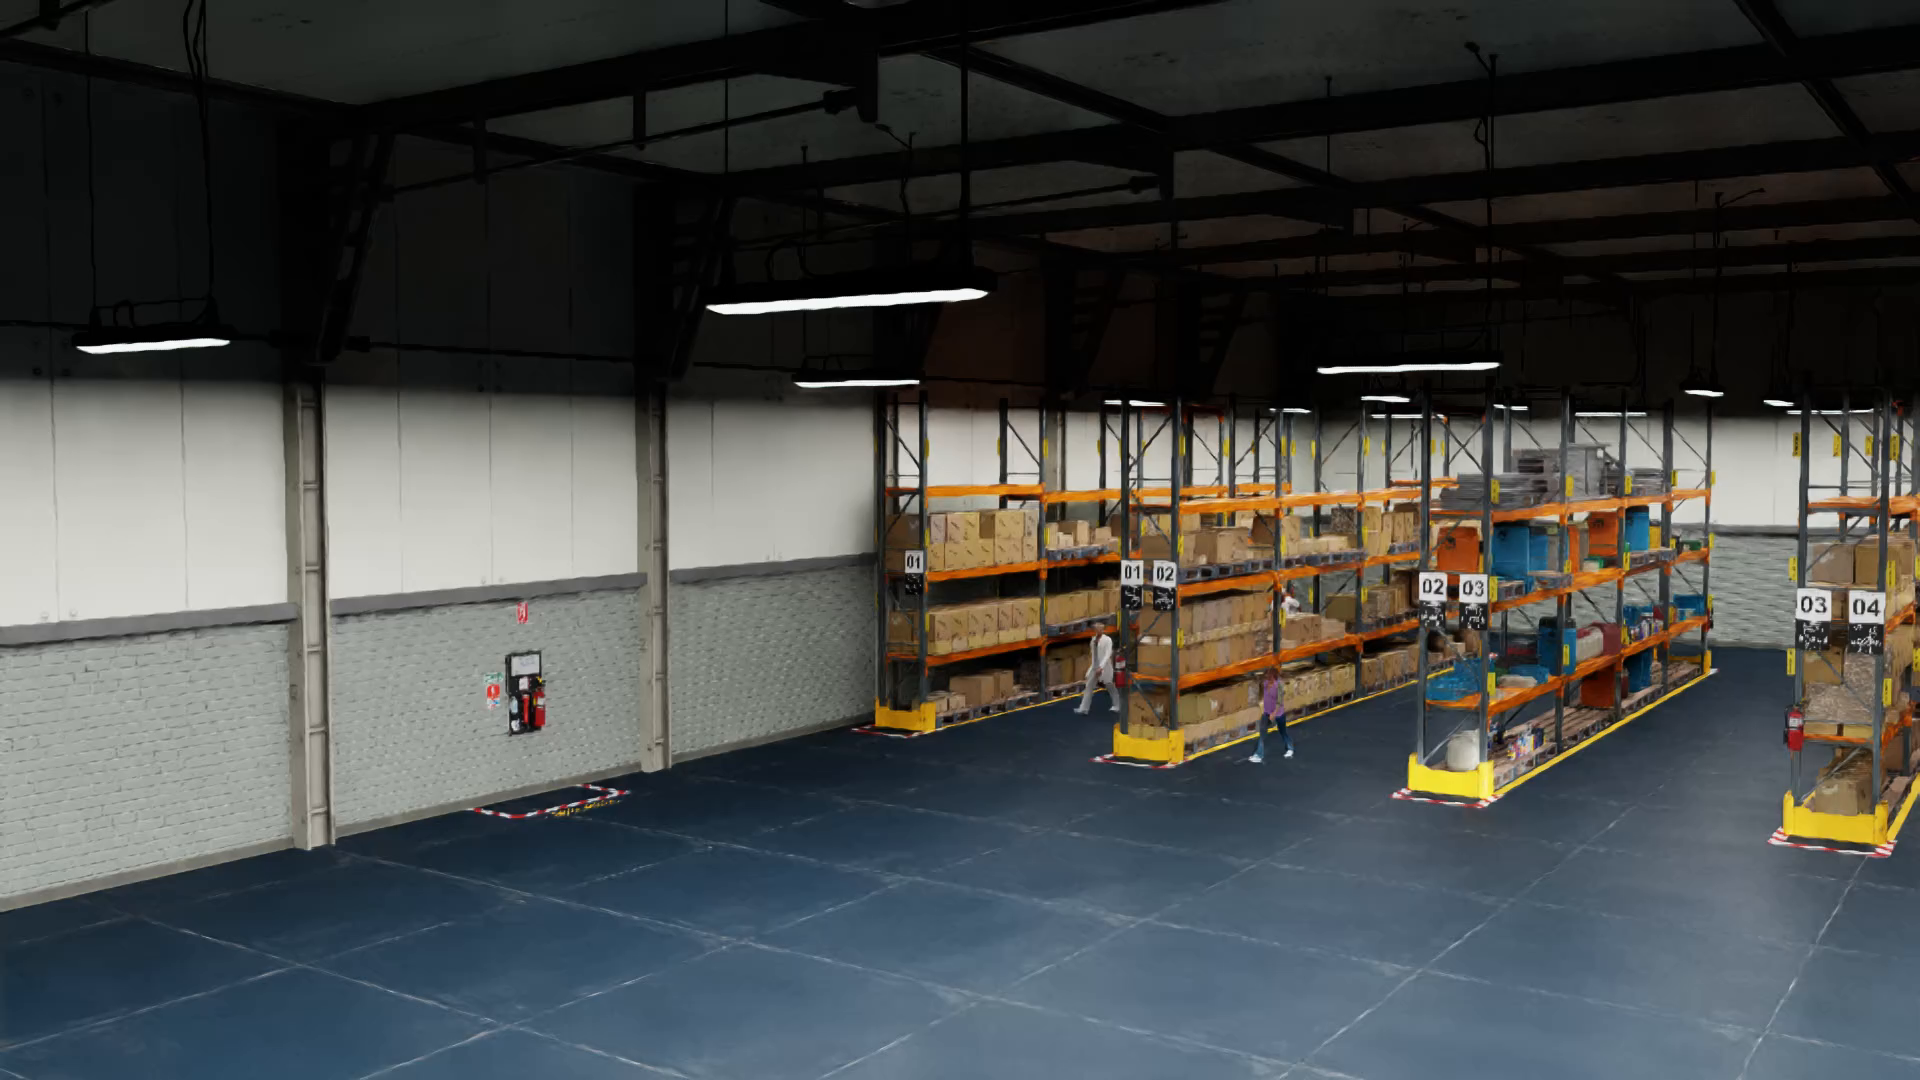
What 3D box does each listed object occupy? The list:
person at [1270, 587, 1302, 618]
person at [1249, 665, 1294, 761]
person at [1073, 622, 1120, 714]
[{"bbox_3d":[7.750,1.963,39.735,0.716,1.689,0.802,3,4,39],"label":"person"},{"bbox_3d":[5.005,2.750,26.516,0.408,1.533,0.961,3,4,44],"label":"person"},{"bbox_3d":[2.625,2.398,31.180,0.573,1.716,1.102,3,4,43],"label":"person"}]
